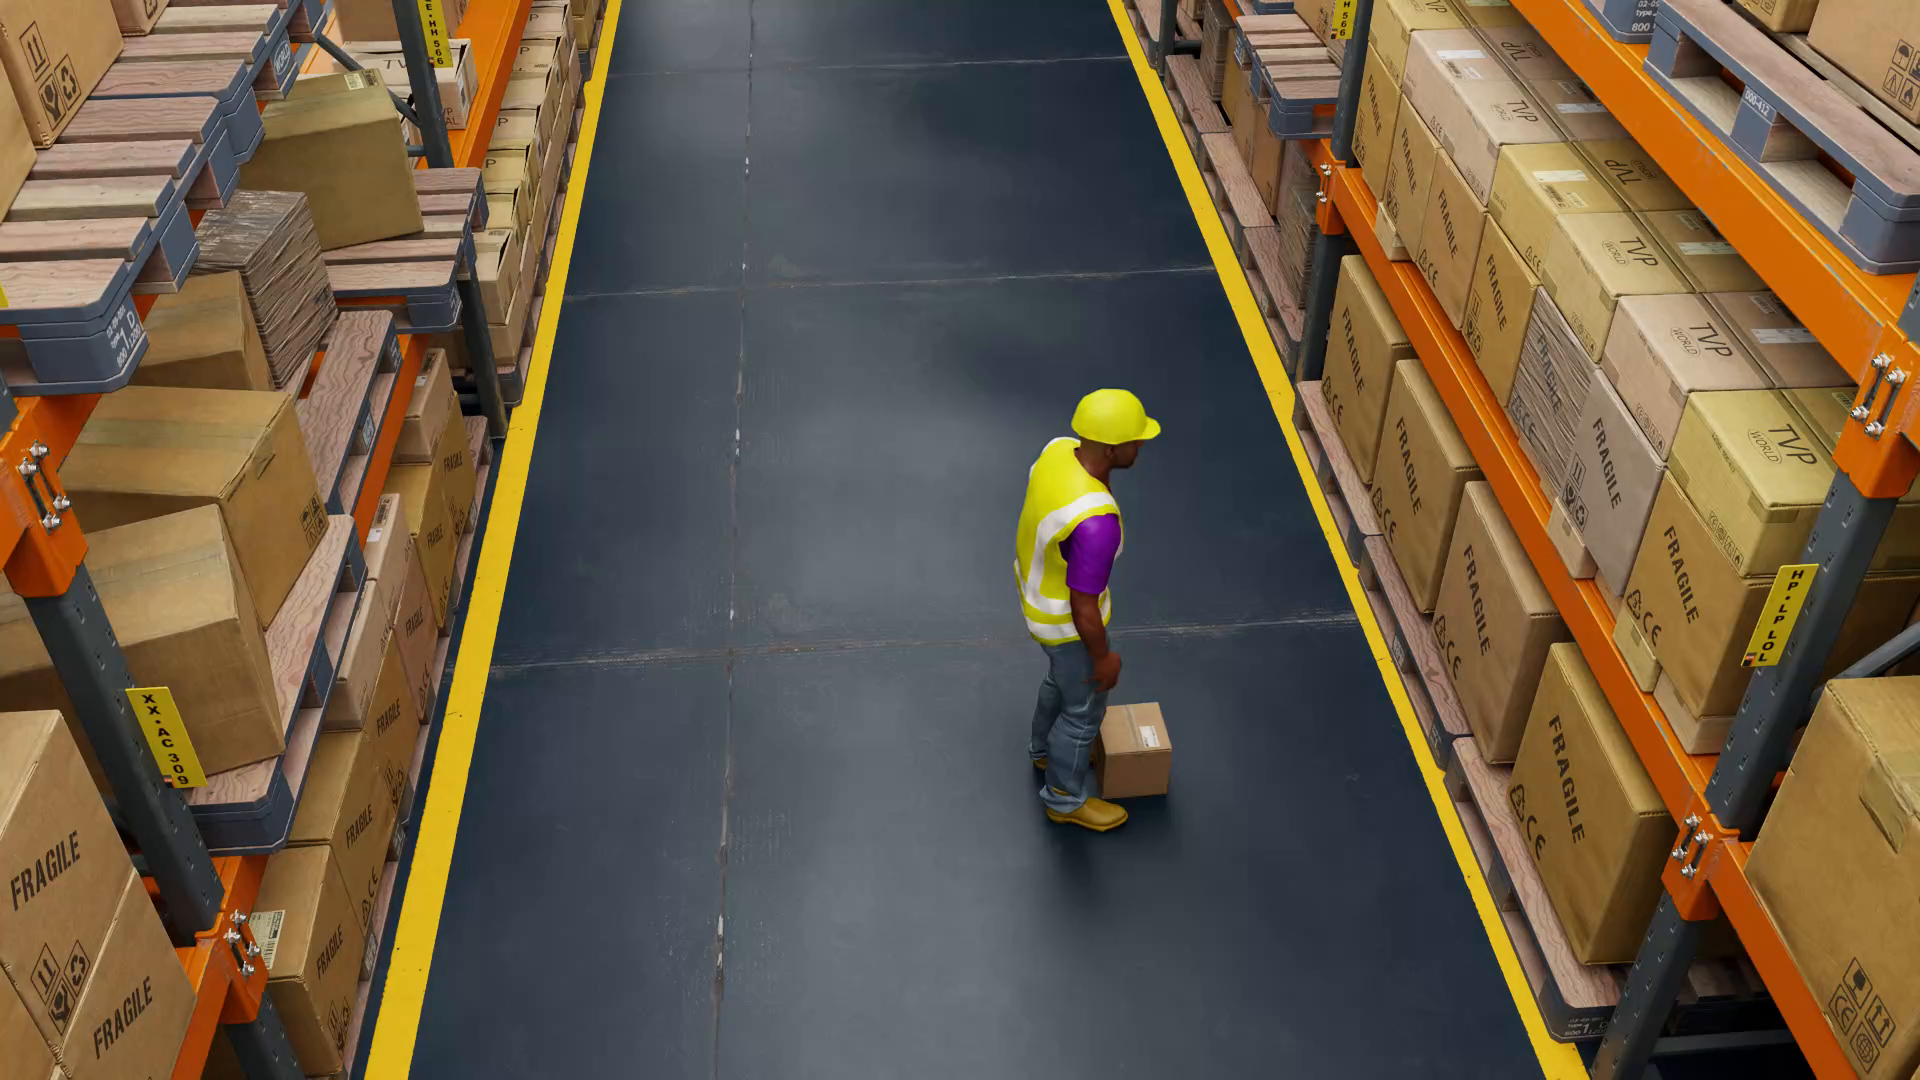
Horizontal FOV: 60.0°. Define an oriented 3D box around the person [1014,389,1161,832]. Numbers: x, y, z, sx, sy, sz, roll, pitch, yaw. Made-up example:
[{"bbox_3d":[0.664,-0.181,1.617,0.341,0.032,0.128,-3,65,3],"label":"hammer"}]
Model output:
[{"bbox_3d":[0.428,0.232,5.852,0.458,1.761,0.638,-4,39,-5],"label":"person"}]
